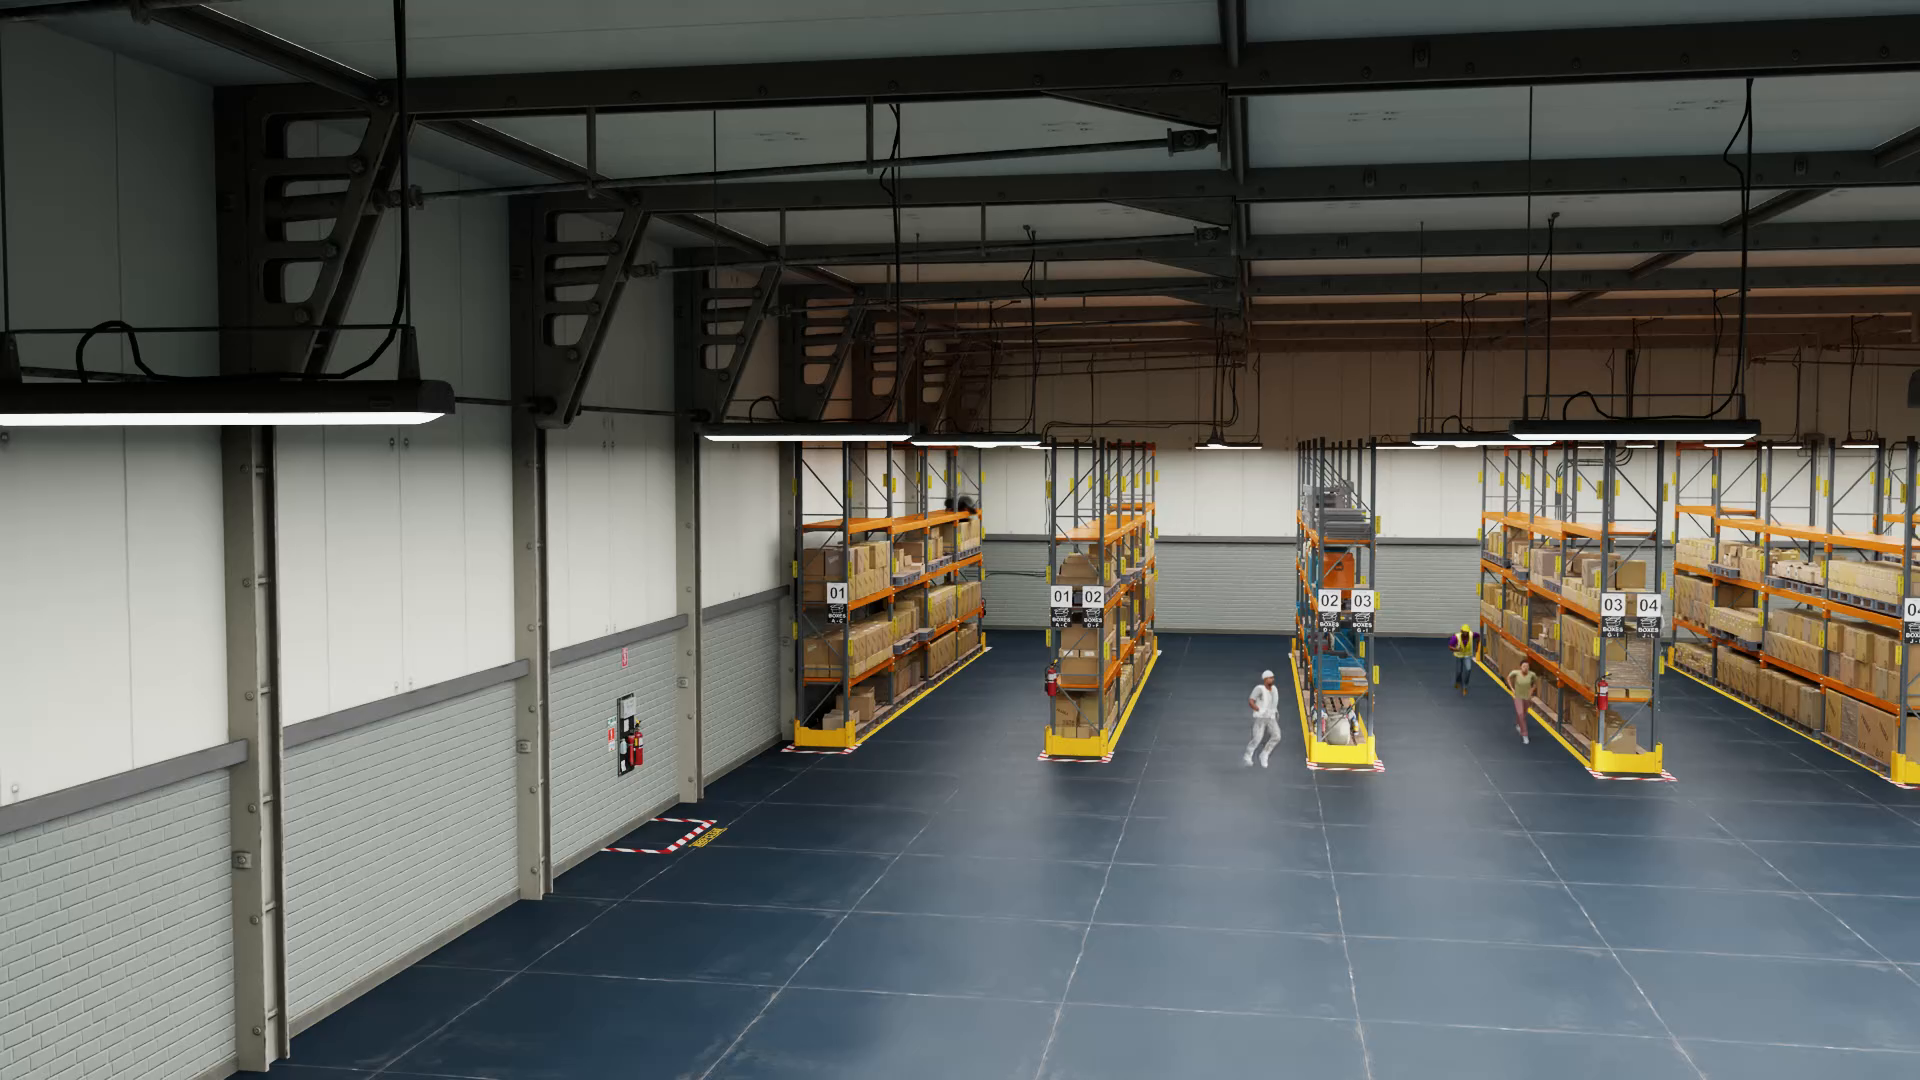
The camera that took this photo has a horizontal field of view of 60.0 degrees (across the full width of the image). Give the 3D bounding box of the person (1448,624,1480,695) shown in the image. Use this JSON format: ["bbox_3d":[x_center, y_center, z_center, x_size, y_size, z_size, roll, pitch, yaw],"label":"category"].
[{"bbox_3d":[11.959,2.825,39.525,0.747,1.713,1.021,0,3,6],"label":"person"}]

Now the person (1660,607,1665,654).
[{"bbox_3d":[19.120,2.565,45.503,0.539,1.582,0.560,-1,3,-13],"label":"person"}]

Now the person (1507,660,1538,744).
[{"bbox_3d":[11.188,3.170,33.121,0.588,1.646,1.000,1,3,12],"label":"person"}]

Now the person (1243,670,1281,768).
[{"bbox_3d":[5.566,3.249,30.247,0.743,1.753,0.652,-2,3,-29],"label":"person"}]
